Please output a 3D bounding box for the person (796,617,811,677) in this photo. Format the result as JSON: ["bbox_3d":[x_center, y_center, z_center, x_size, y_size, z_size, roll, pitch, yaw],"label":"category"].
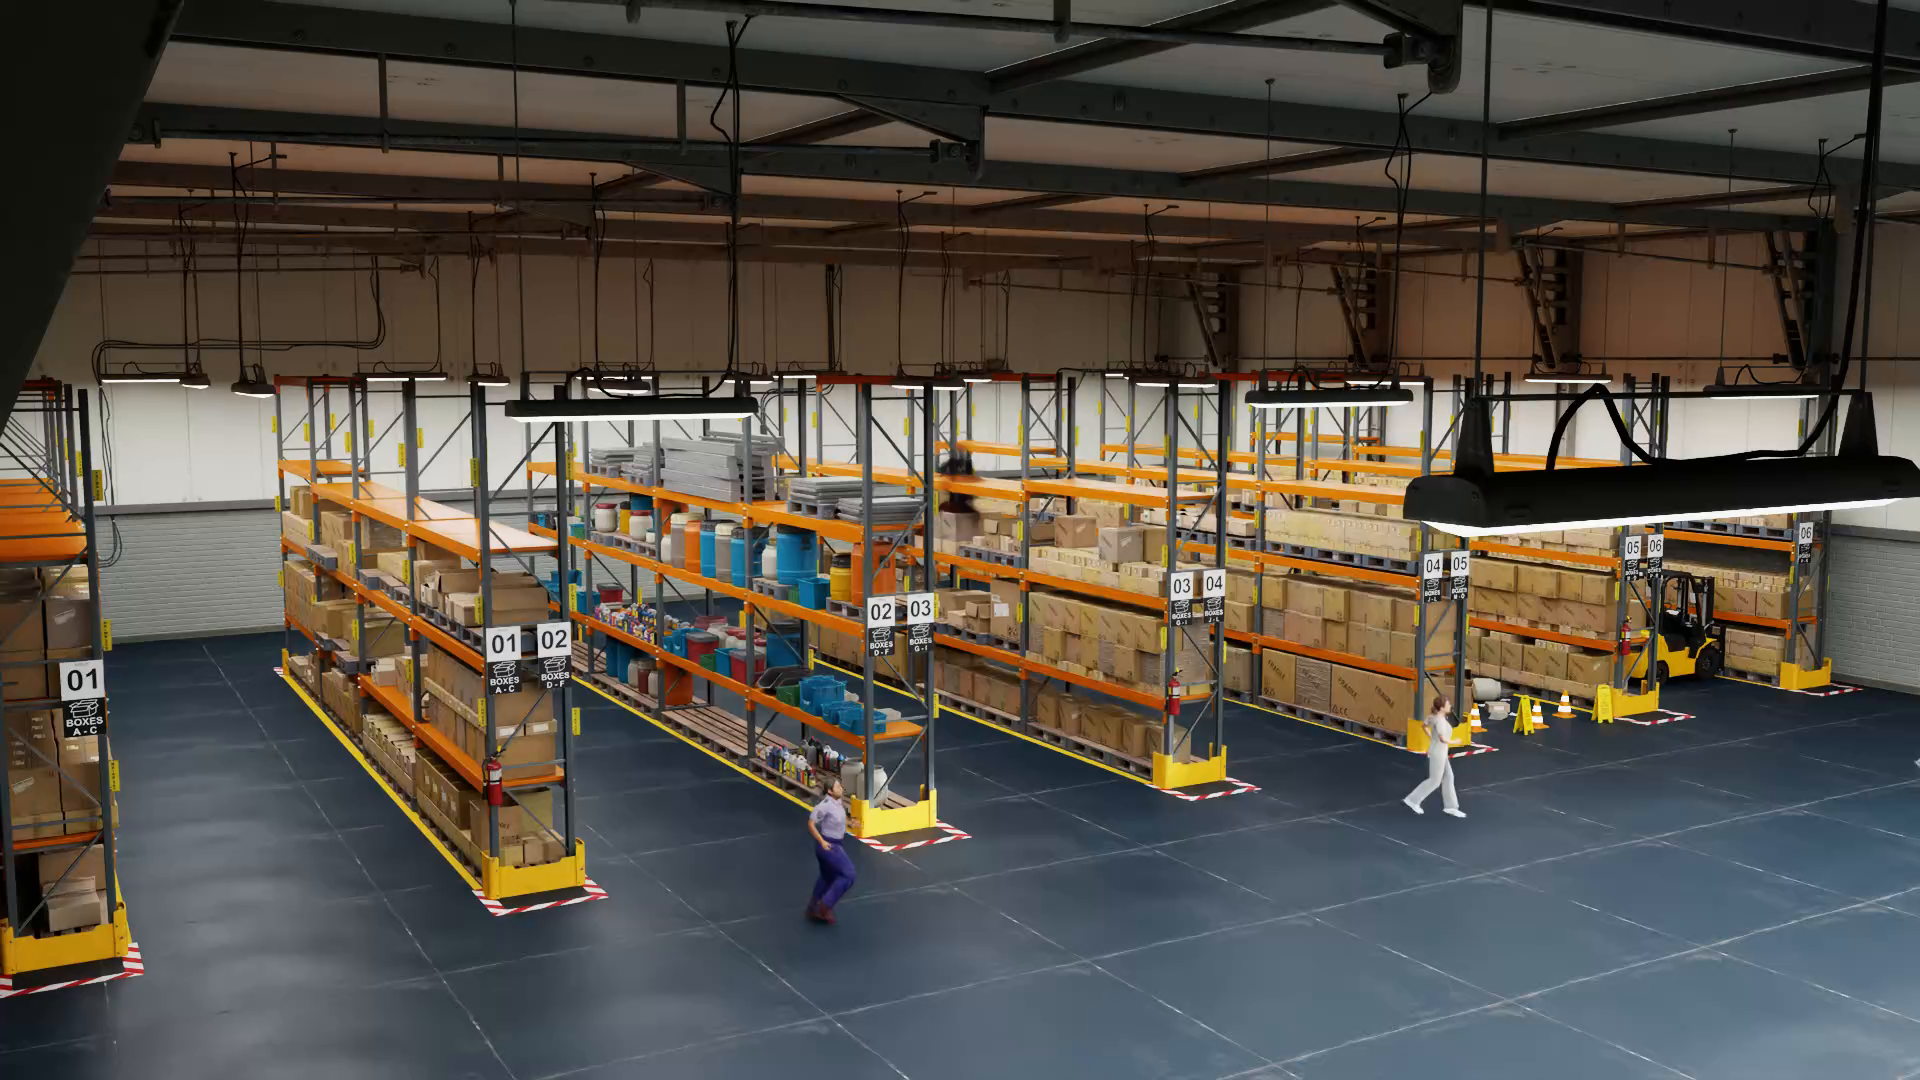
[{"bbox_3d":[-3.005,2.157,30.970,0.490,1.643,0.782,-5,8,-38],"label":"person"}]

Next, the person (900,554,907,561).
[{"bbox_3d":[-1.452,1.025,41.033,0.622,1.661,0.595,3,7,28],"label":"person"}]

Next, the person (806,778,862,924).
[{"bbox_3d":[-1.425,3.484,18.745,0.645,1.644,0.580,0,6,-1],"label":"person"}]

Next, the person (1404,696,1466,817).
[{"bbox_3d":[6.575,2.999,22.957,0.853,1.678,0.583,1,6,7],"label":"person"}]
